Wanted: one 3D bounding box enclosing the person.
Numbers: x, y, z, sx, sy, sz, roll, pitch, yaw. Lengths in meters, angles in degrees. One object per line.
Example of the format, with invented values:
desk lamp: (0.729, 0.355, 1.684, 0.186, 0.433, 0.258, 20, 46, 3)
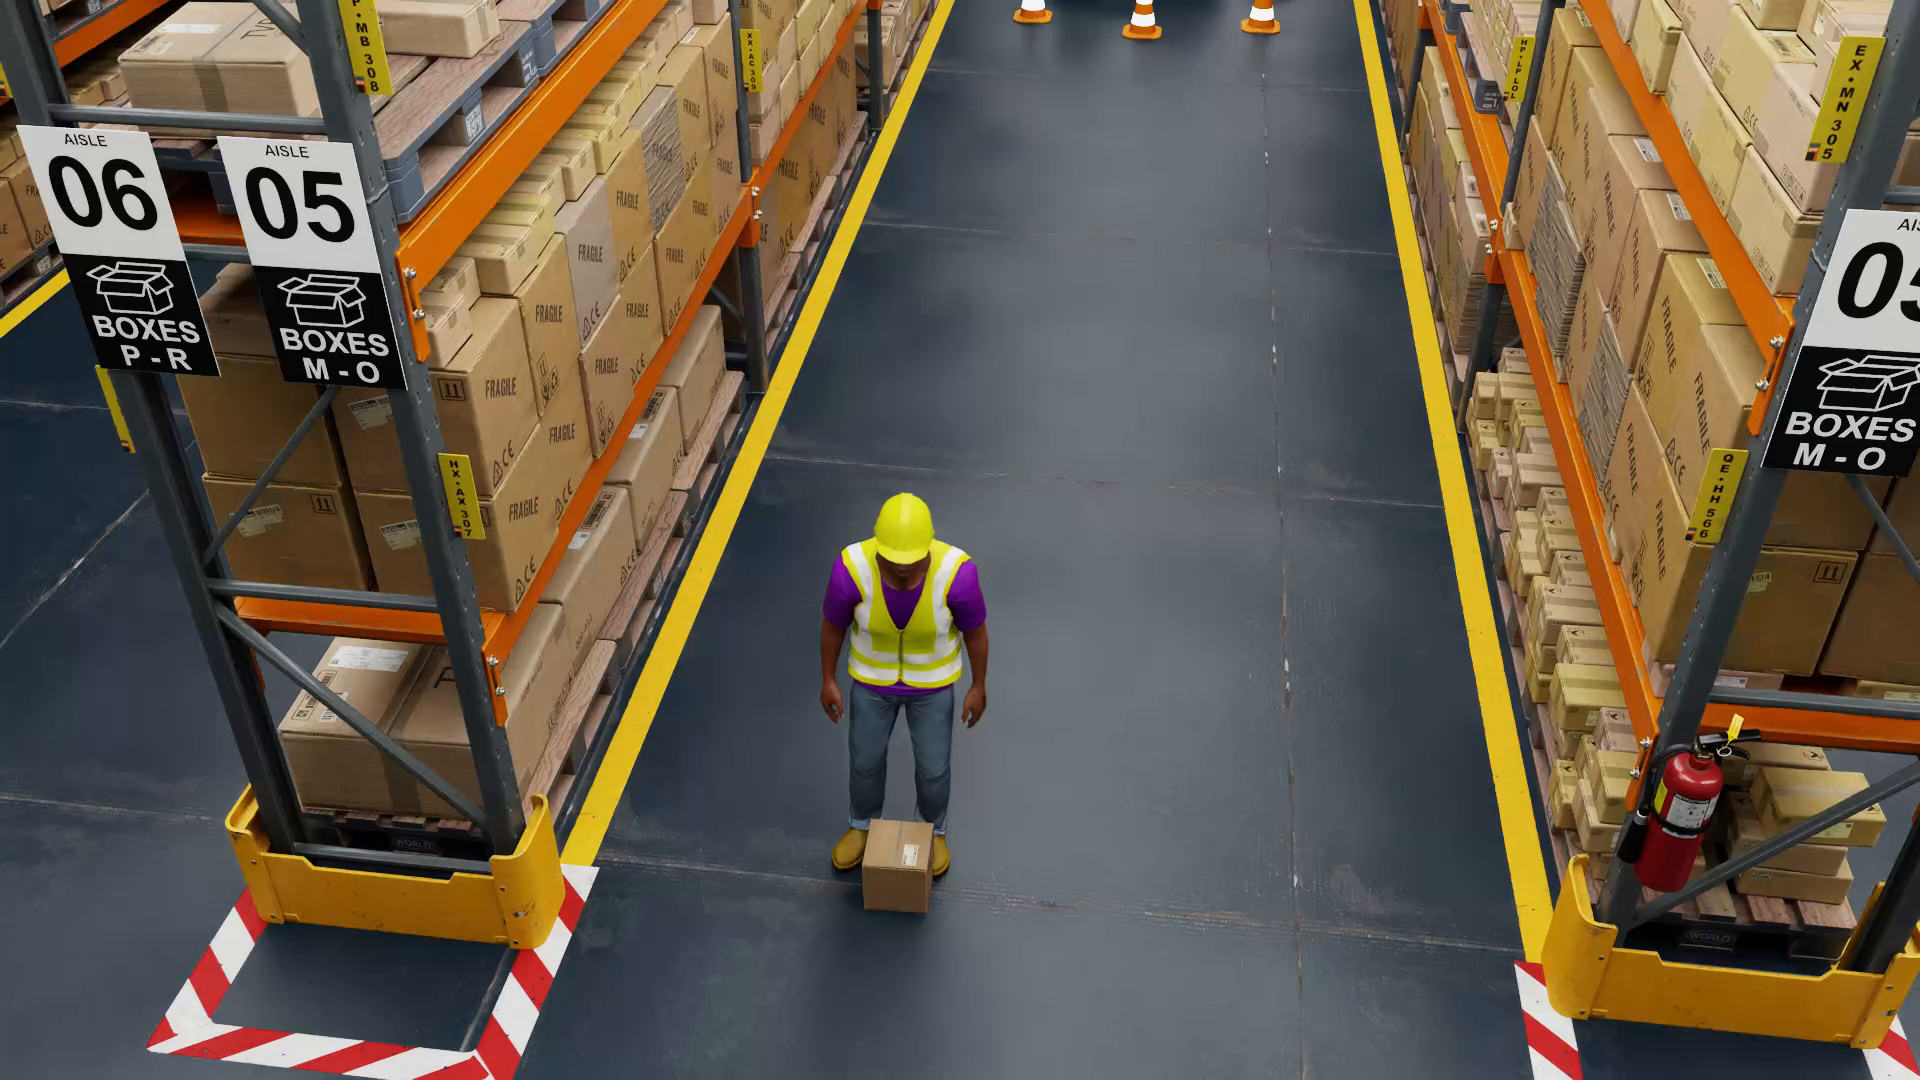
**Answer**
person: (-0.213, 0.542, 6.278, 0.635, 1.760, 0.457, 2, 36, 3)
